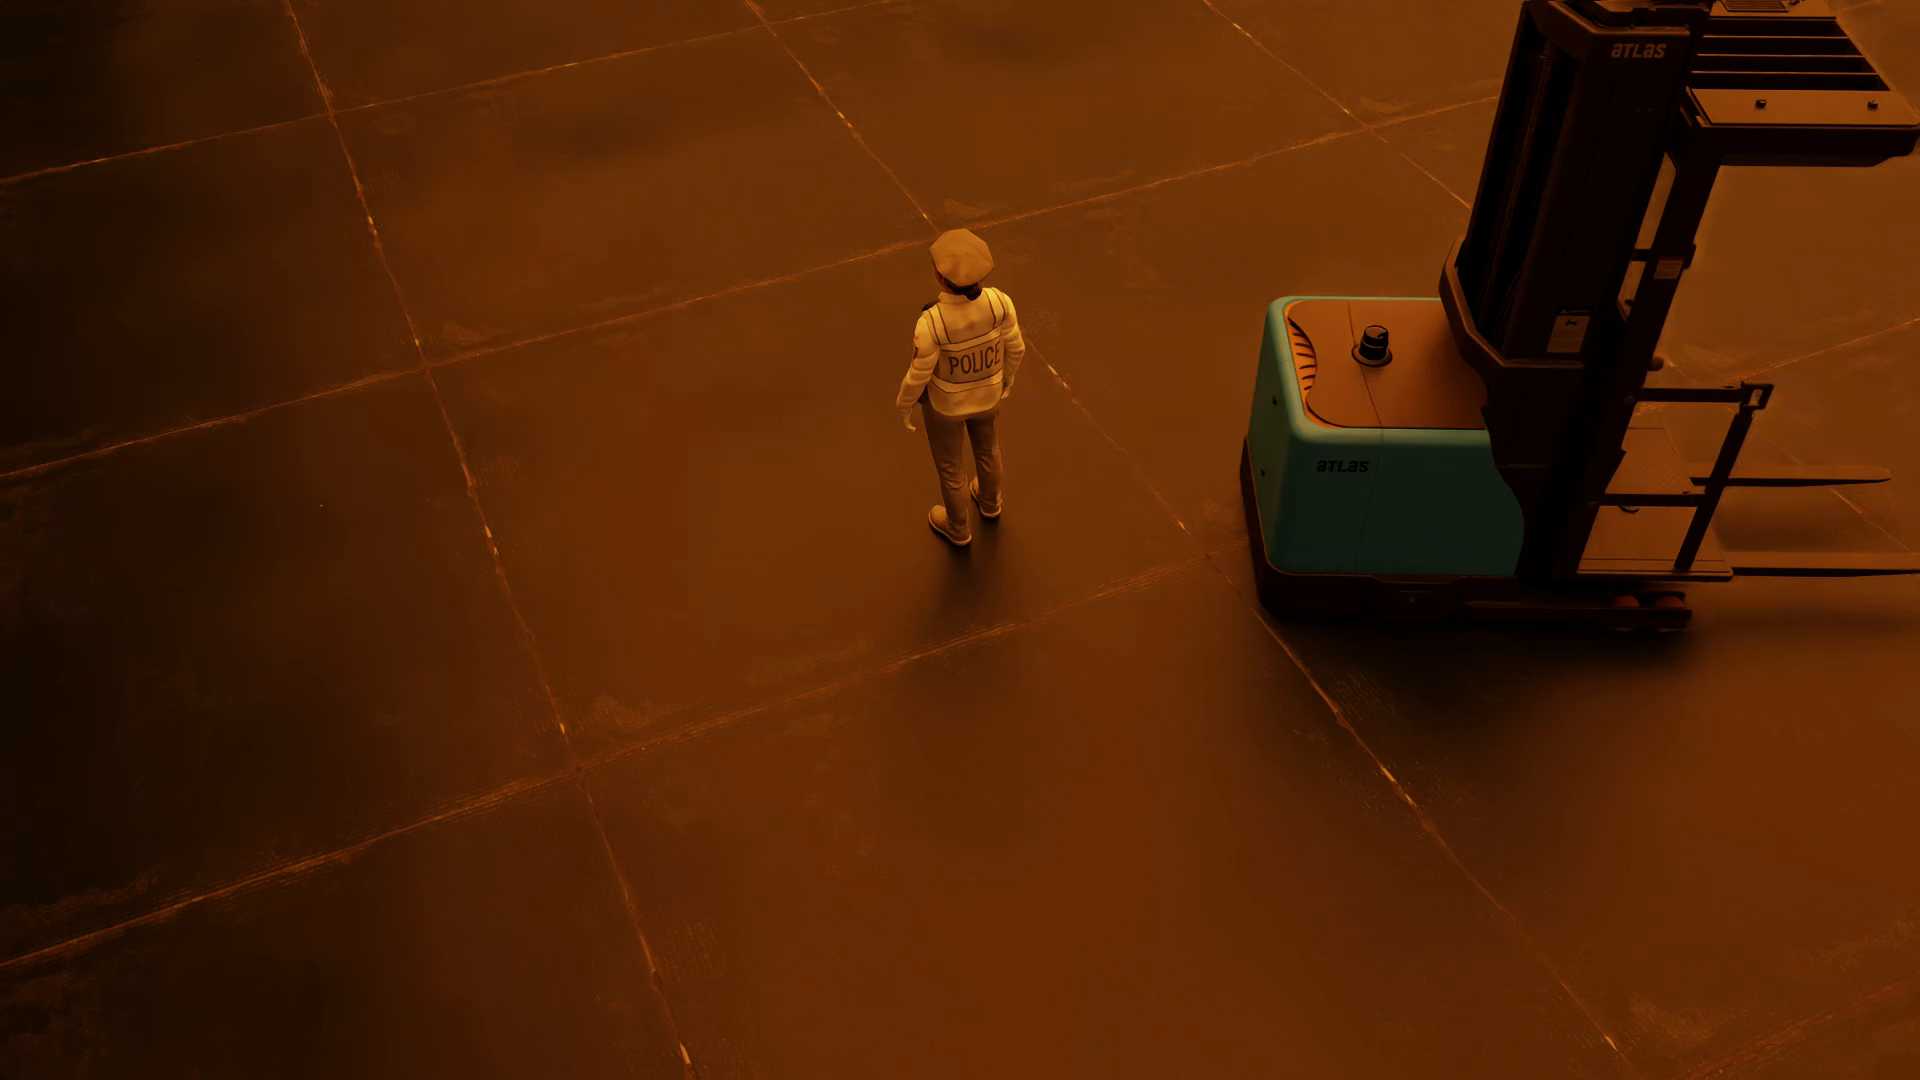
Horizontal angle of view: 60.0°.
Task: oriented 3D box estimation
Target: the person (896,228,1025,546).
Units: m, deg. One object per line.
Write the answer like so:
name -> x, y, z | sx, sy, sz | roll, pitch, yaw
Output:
person -> -0.022, -0.669, 7.293 | 0.586, 1.694, 0.530 | -18, 46, -18

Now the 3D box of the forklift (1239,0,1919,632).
forklift -> 2.862, -1.032, 6.786 | 3.031, 2.935, 1.130 | 1, 43, 1
